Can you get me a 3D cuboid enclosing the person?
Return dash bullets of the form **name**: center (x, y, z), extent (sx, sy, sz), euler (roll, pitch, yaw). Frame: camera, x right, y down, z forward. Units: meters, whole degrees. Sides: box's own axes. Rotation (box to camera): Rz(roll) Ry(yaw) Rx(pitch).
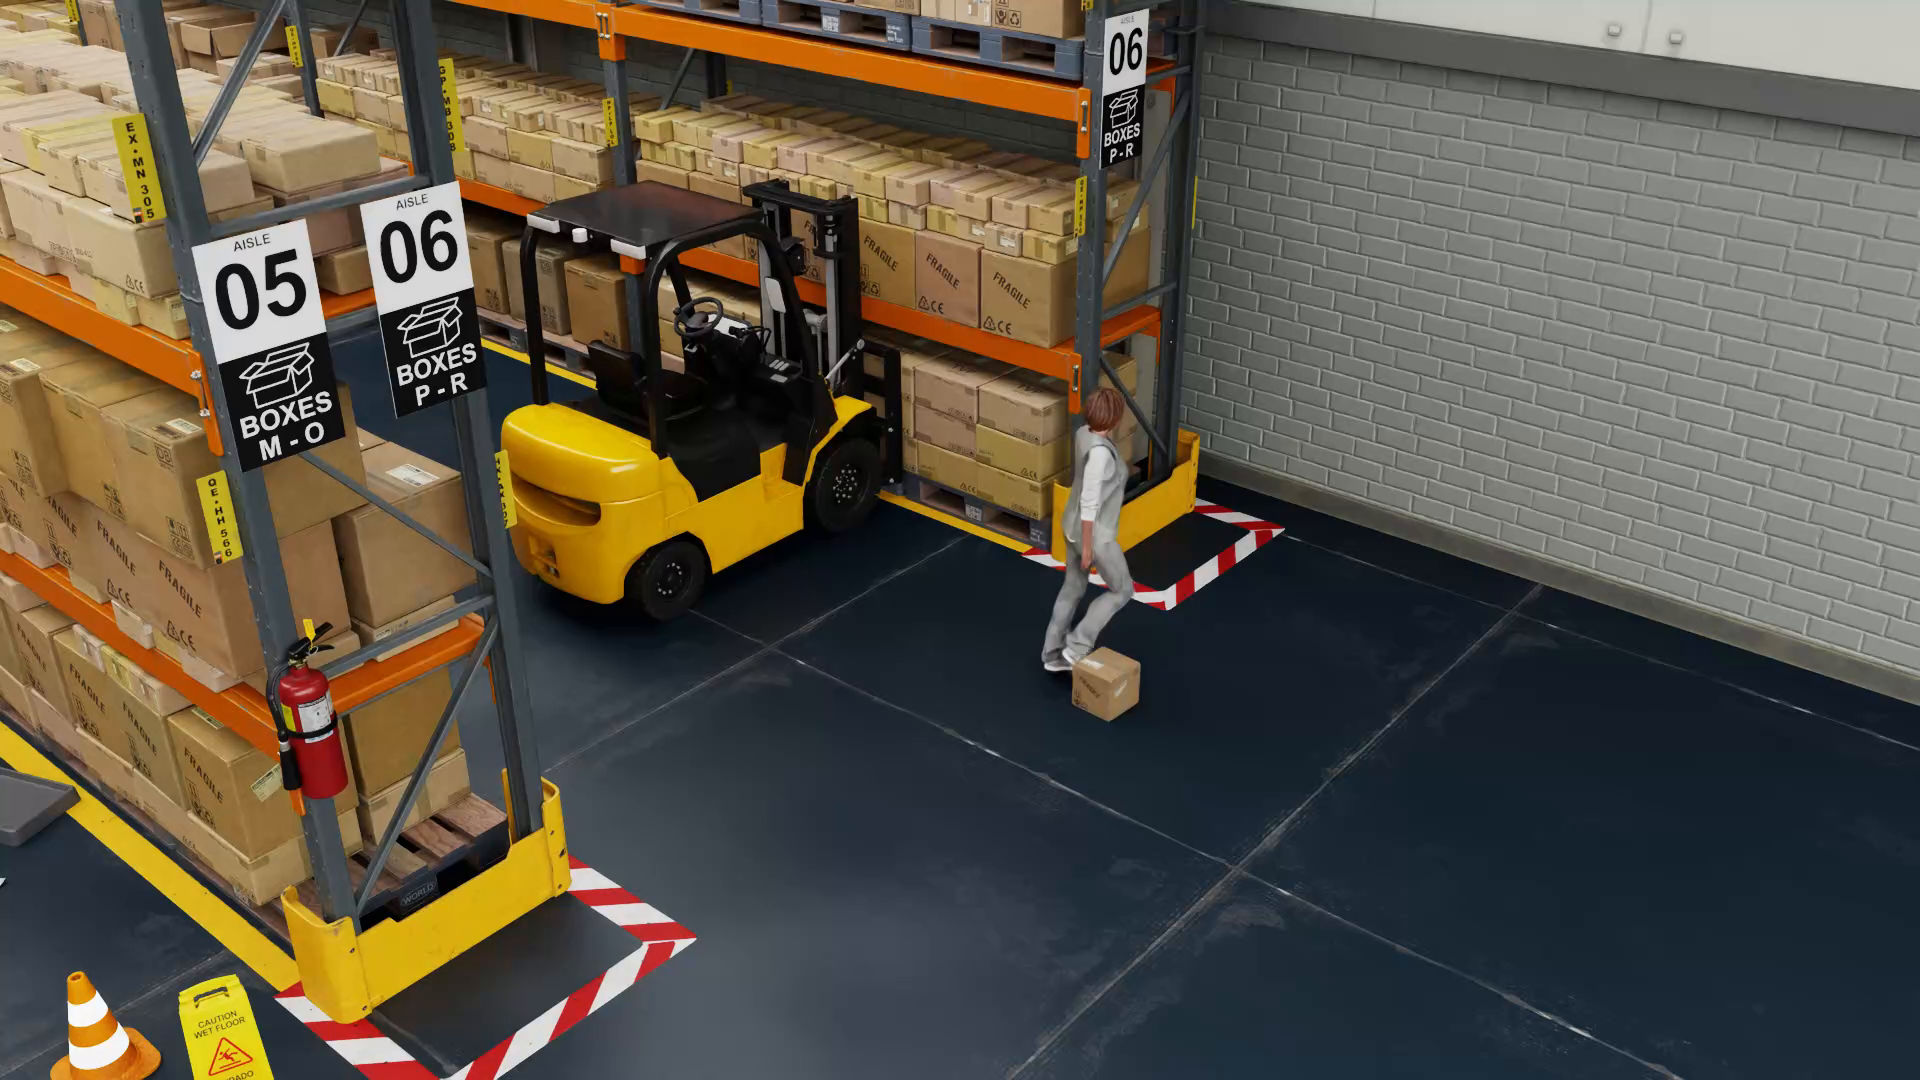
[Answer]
- **person**: center (0.656, -0.024, 8.631), extent (0.474, 1.583, 0.513), euler (-6, 28, -12)
